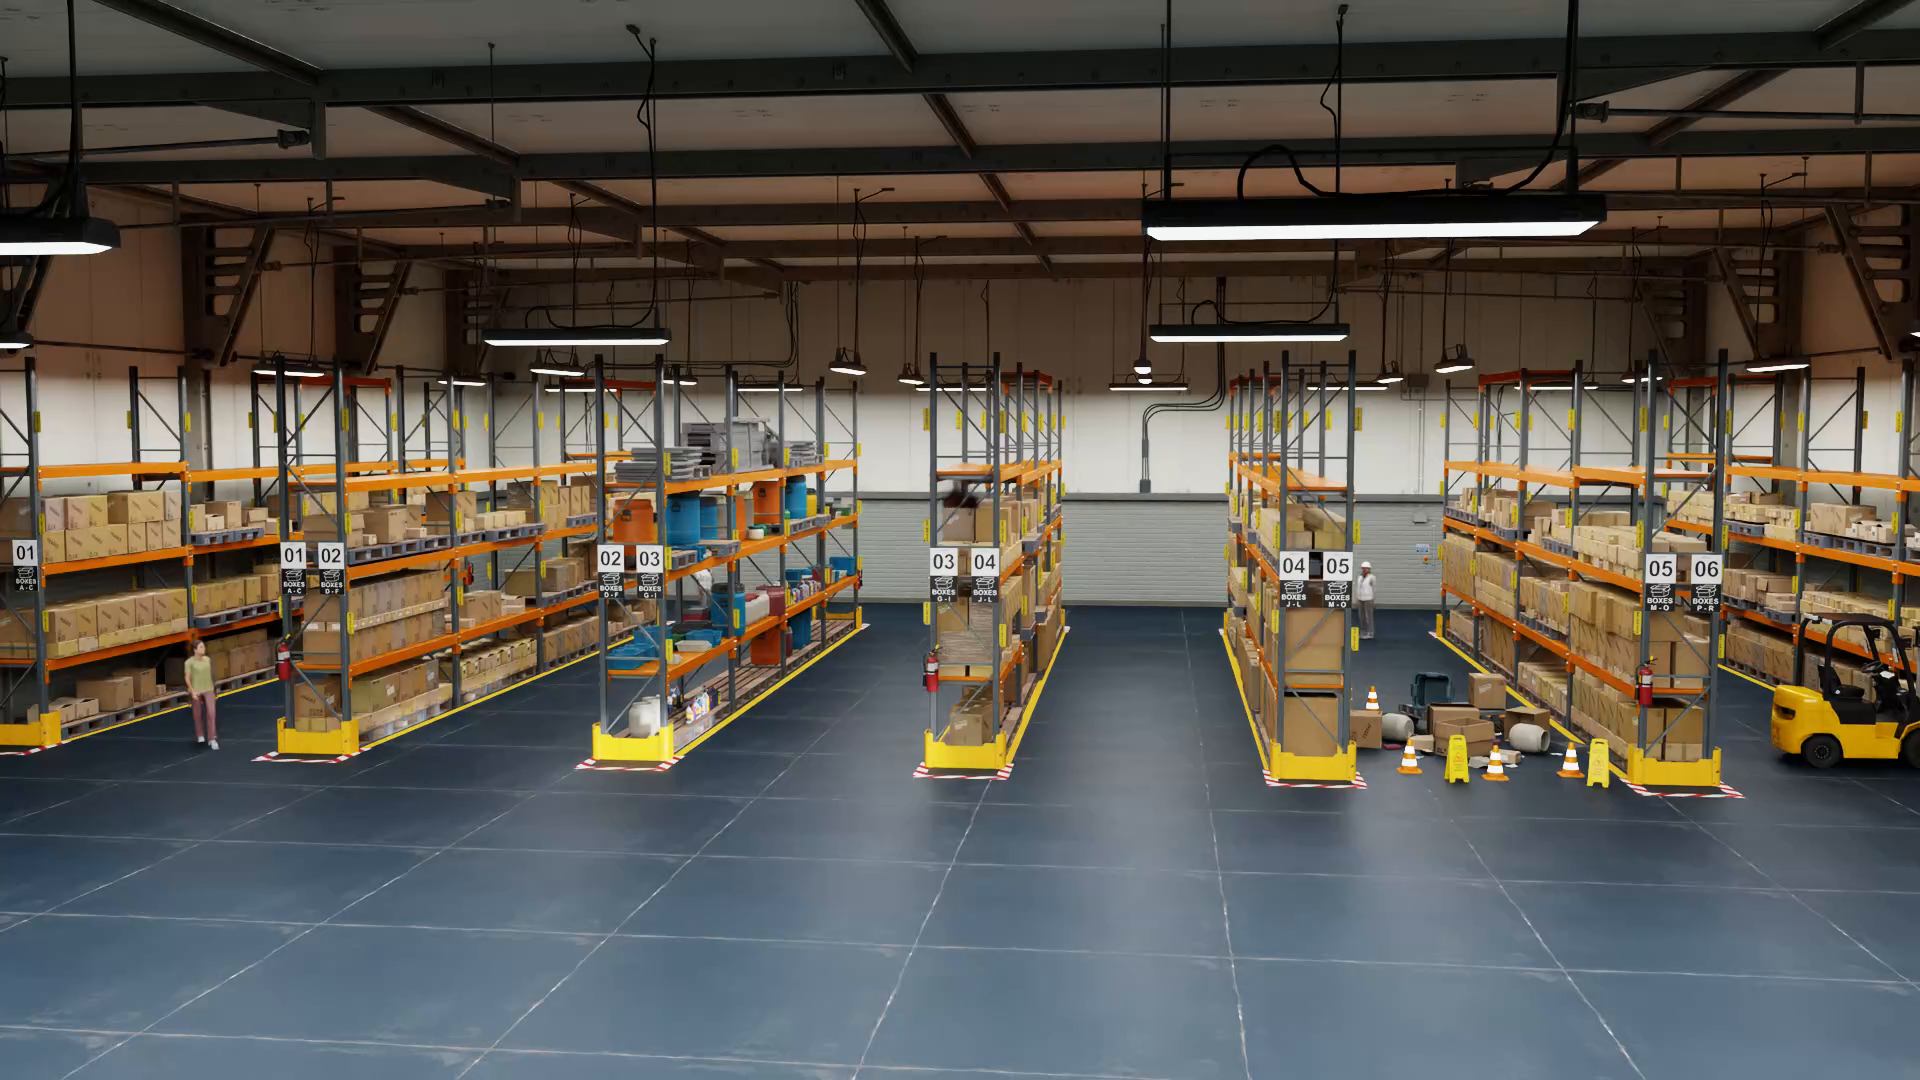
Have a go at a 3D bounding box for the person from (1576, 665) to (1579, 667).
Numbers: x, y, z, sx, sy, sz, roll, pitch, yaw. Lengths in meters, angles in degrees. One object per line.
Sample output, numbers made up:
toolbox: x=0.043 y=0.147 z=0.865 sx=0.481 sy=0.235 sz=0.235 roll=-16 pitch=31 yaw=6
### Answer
person: x=12.709 y=1.750 z=33.940 sx=0.600 sy=1.711 sz=0.577 roll=1 pitch=4 yaw=18

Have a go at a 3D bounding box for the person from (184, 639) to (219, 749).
person: x=-11.720 y=2.356 z=25.645 sx=0.434 sy=1.637 sz=0.918 roll=-2 pitch=5 yaw=-27

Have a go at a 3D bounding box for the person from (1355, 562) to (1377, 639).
person: x=9.395 y=1.408 z=38.535 sx=0.378 sy=1.818 sz=0.569 roll=-1 pitch=4 yaw=-17

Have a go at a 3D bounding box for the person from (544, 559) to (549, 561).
person: x=-9.680 y=1.334 z=39.080 sx=0.418 sy=1.792 sz=0.623 roll=0 pitch=4 yaw=5

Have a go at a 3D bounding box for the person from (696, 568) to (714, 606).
person: x=-6.249 y=1.257 z=41.161 sx=0.532 sy=1.696 sz=0.488 roll=-3 pitch=5 yaw=-34
